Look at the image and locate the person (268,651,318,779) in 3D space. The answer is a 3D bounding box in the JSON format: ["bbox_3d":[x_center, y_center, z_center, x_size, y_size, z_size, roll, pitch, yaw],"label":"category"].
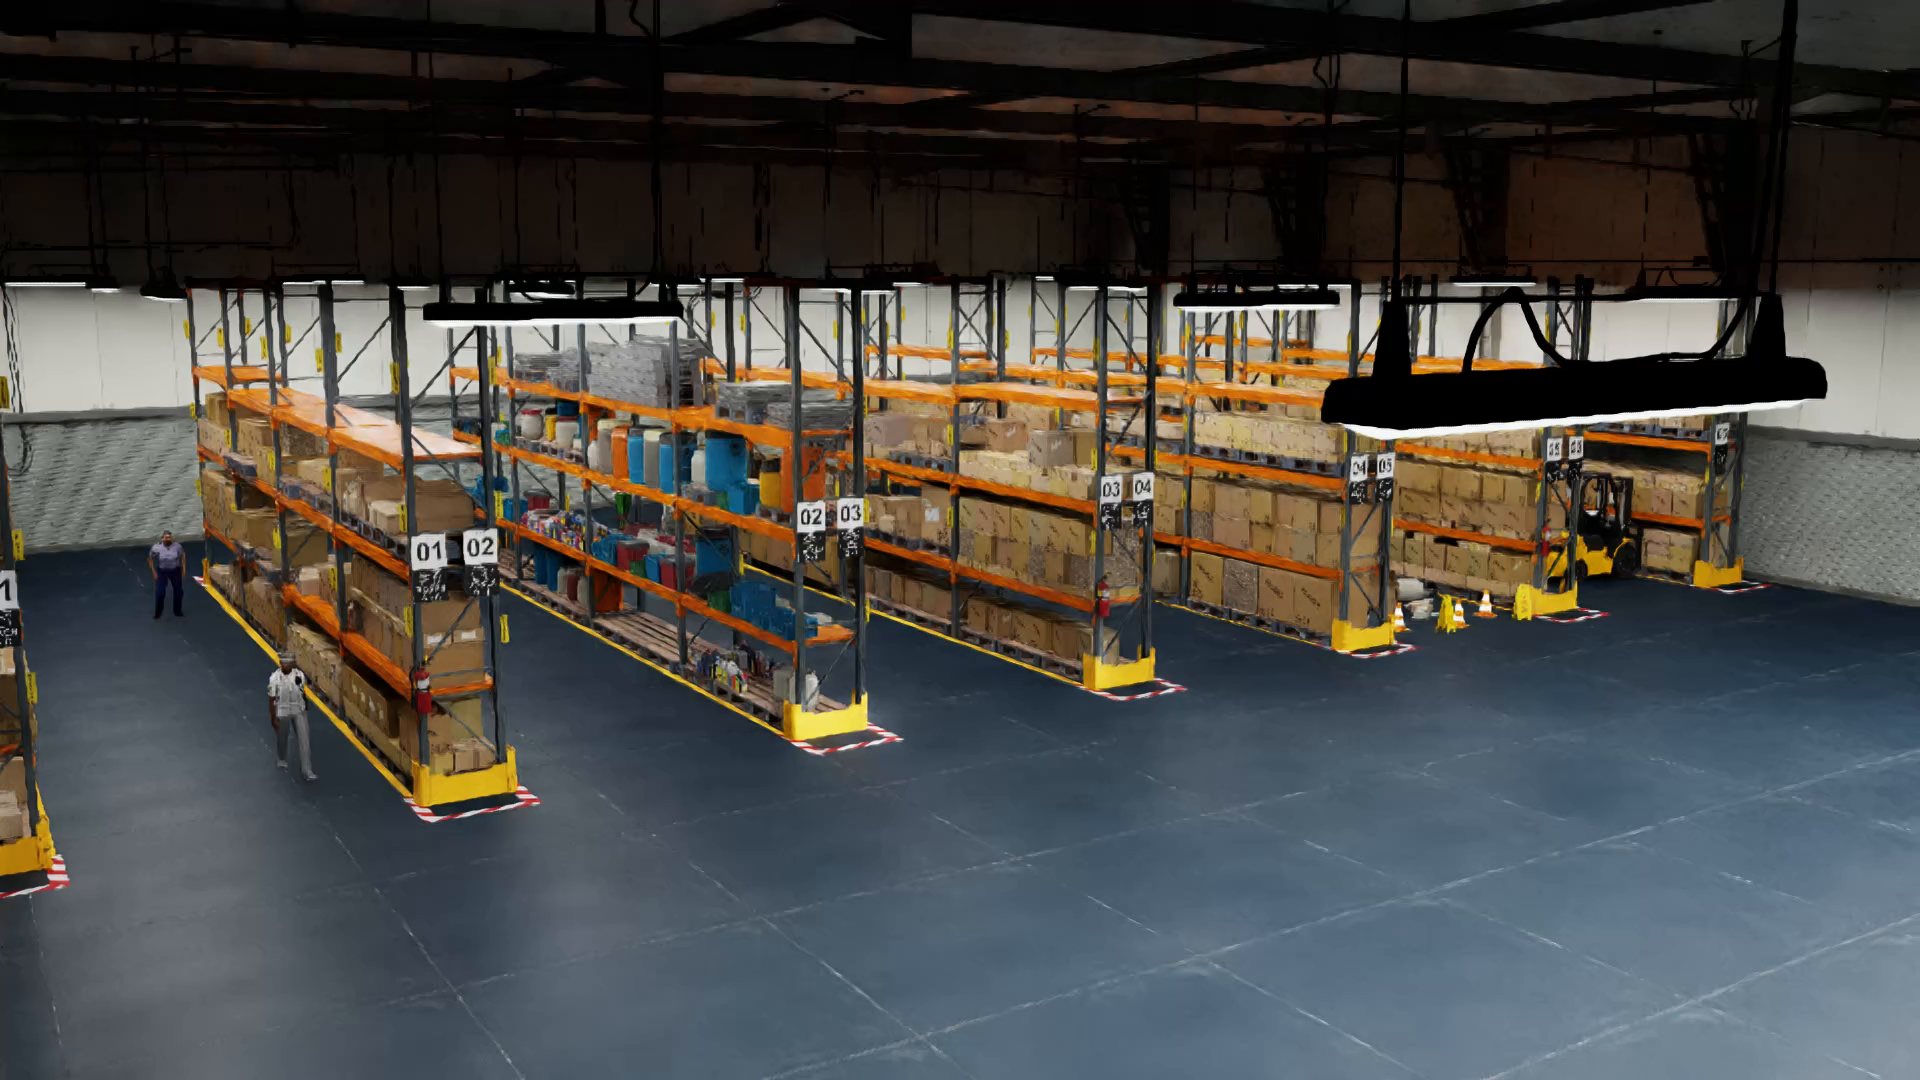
[{"bbox_3d":[-8.272,2.123,20.507,0.456,1.589,1.088,-5,11,-29],"label":"person"}]

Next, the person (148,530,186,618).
[{"bbox_3d":[-14.146,0.609,29.714,0.625,1.573,0.517,-6,12,-34],"label":"person"}]

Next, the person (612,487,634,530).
[{"bbox_3d":[-7.974,-1.143,39.526,0.534,1.726,1.038,-4,10,-22],"label":"person"}]

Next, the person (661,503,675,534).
[{"bbox_3d":[-6.092,-0.317,35.244,0.415,1.517,1.041,-7,12,-34],"label":"person"}]
